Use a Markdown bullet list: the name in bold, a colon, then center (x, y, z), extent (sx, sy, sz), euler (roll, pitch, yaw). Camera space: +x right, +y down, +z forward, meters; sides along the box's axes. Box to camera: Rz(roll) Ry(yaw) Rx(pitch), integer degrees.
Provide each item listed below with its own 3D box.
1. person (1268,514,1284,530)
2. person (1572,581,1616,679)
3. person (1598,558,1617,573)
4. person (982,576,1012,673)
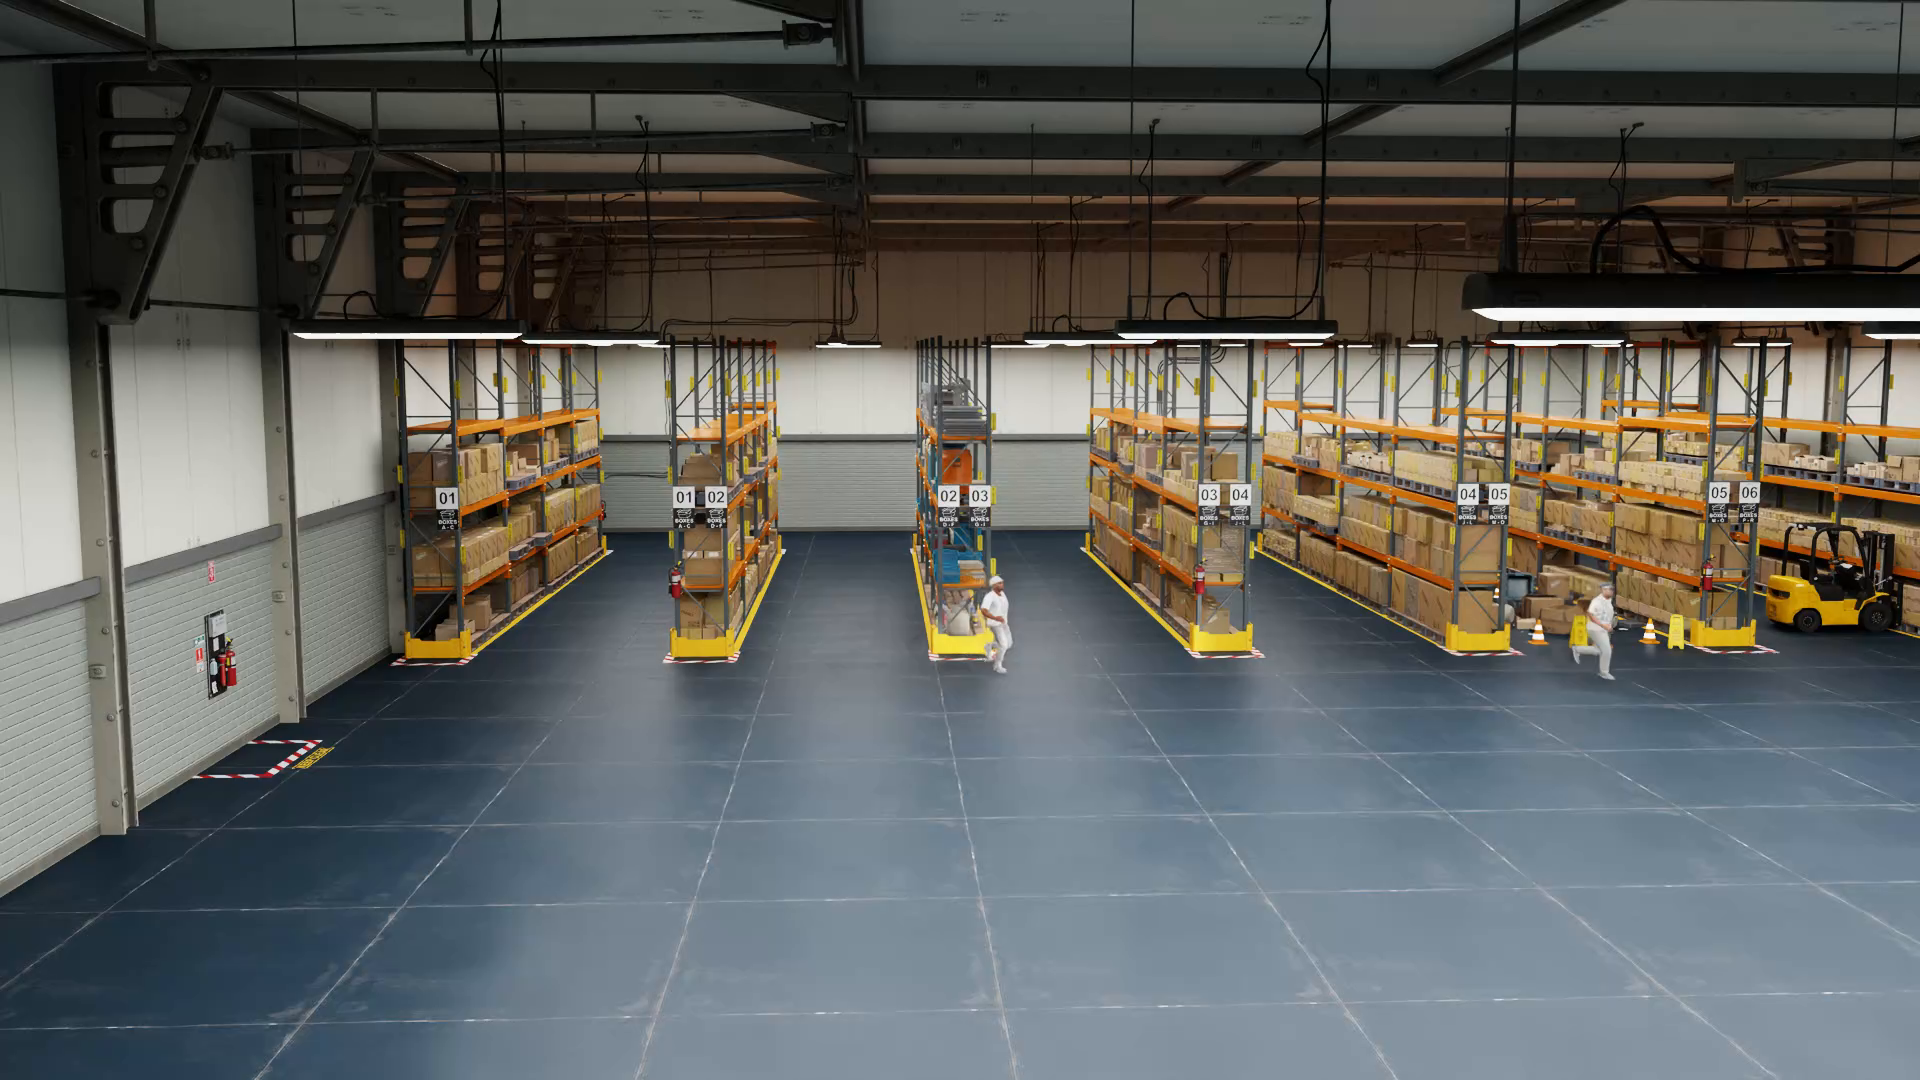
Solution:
- **person**: center (9.449, -0.713, 49.380), extent (0.598, 1.681, 0.664), euler (-4, 7, -29)
- **person**: center (11.185, 1.573, 29.261), extent (0.774, 1.759, 0.682), euler (5, 8, 38)
- **person**: center (15.912, 0.239, 40.779), extent (0.635, 1.684, 0.650), euler (0, 6, -2)
- **person**: center (0.632, 1.499, 29.789), extent (0.584, 1.725, 0.748), euler (4, 7, 28)
